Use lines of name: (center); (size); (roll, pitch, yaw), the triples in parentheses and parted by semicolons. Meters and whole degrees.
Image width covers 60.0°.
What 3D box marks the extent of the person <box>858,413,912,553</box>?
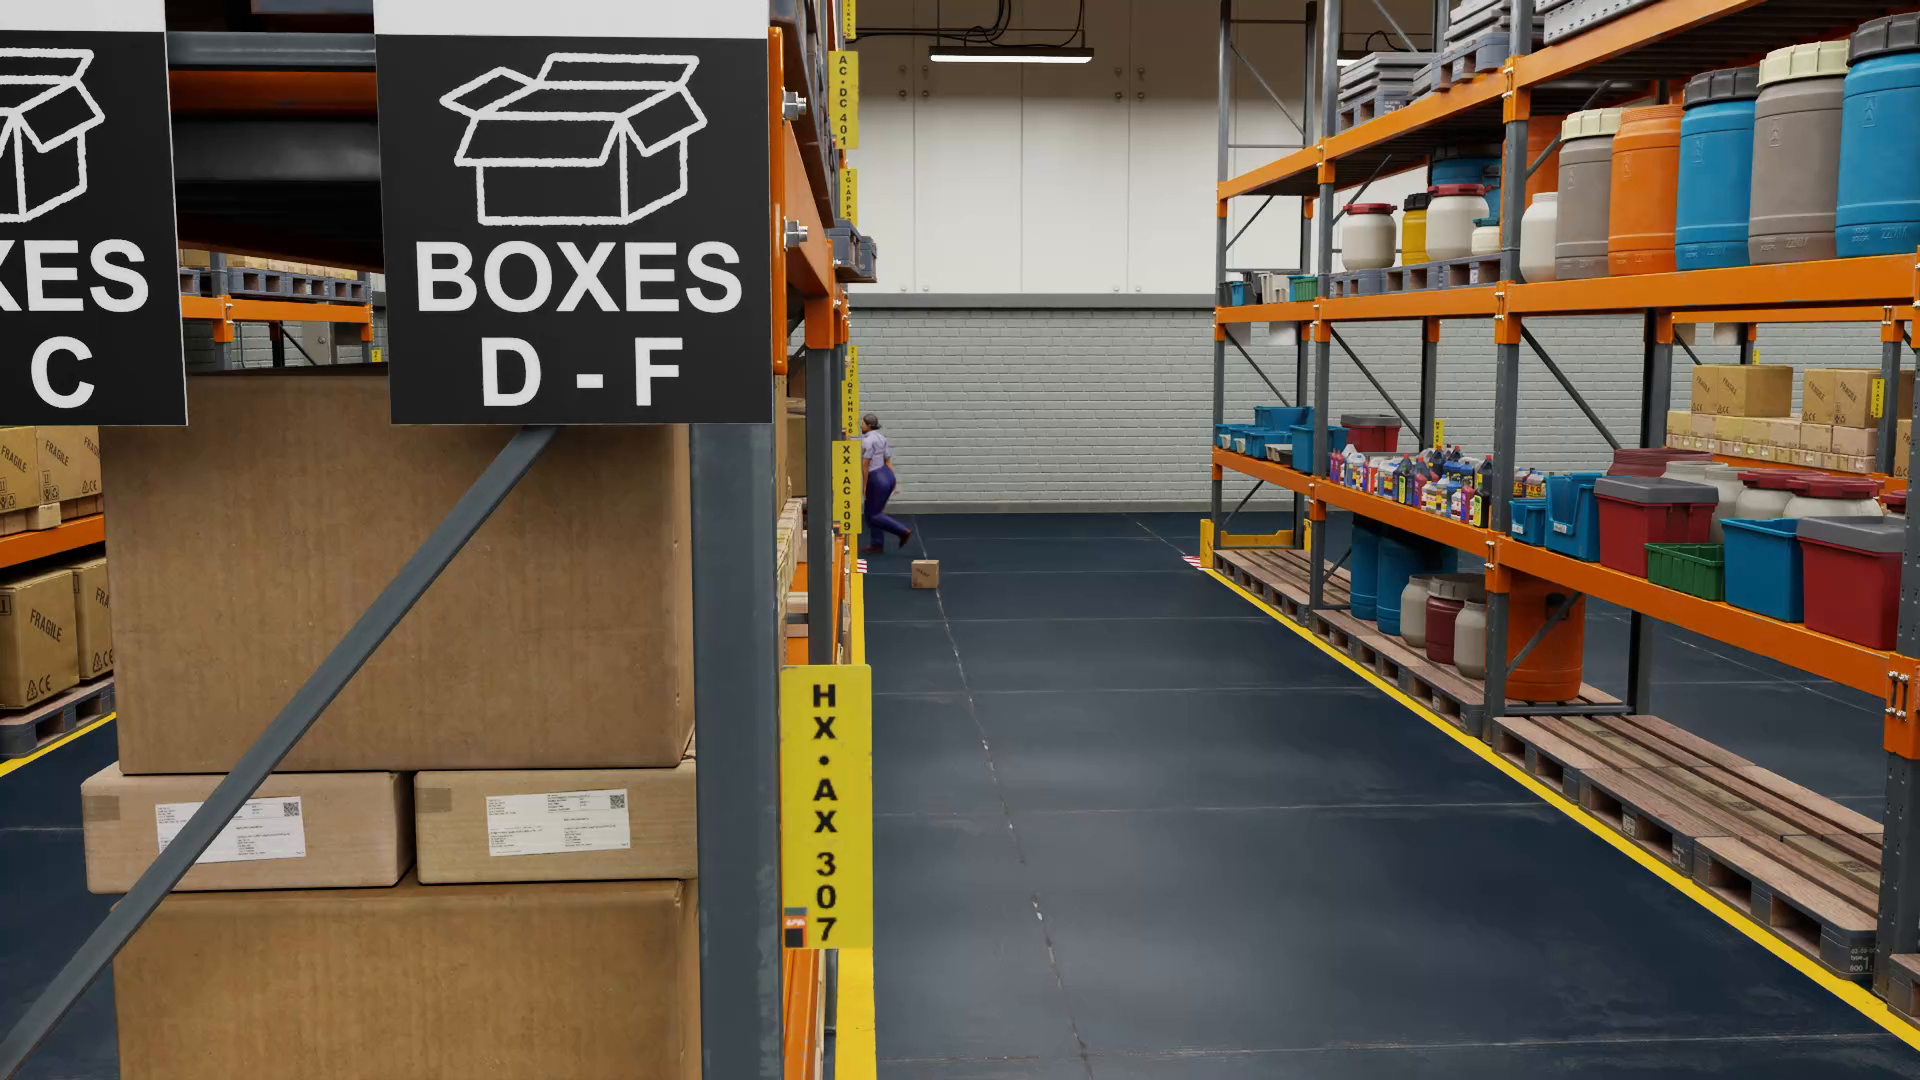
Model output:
person: (-0.881, -0.633, 18.980); (0.695, 1.609, 0.544); (3, 8, 22)
